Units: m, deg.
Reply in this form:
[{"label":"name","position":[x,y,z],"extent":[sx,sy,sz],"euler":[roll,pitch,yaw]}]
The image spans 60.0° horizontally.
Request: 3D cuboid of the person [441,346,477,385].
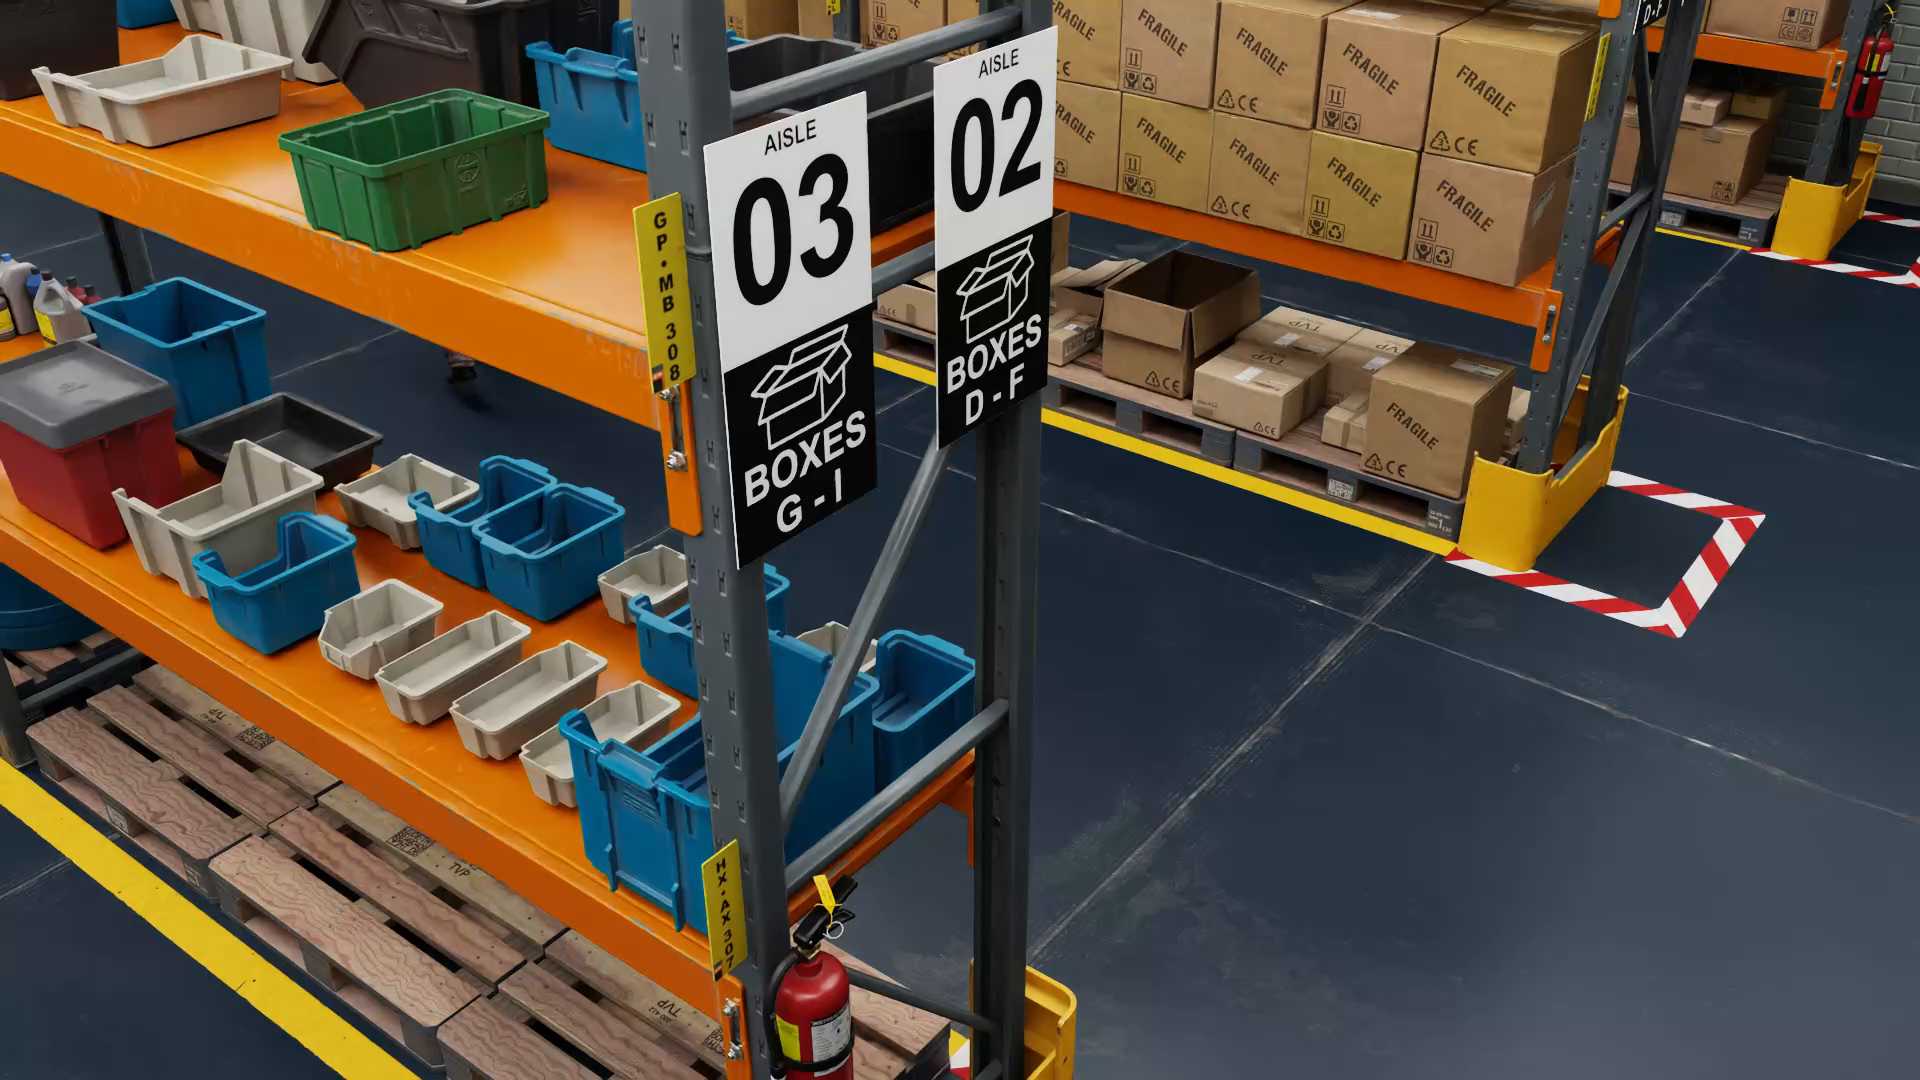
[{"label":"person","position":[-2.847,-1.702,9.027],"extent":[0.536,1.682,0.988],"euler":[-18,35,-27]}]
